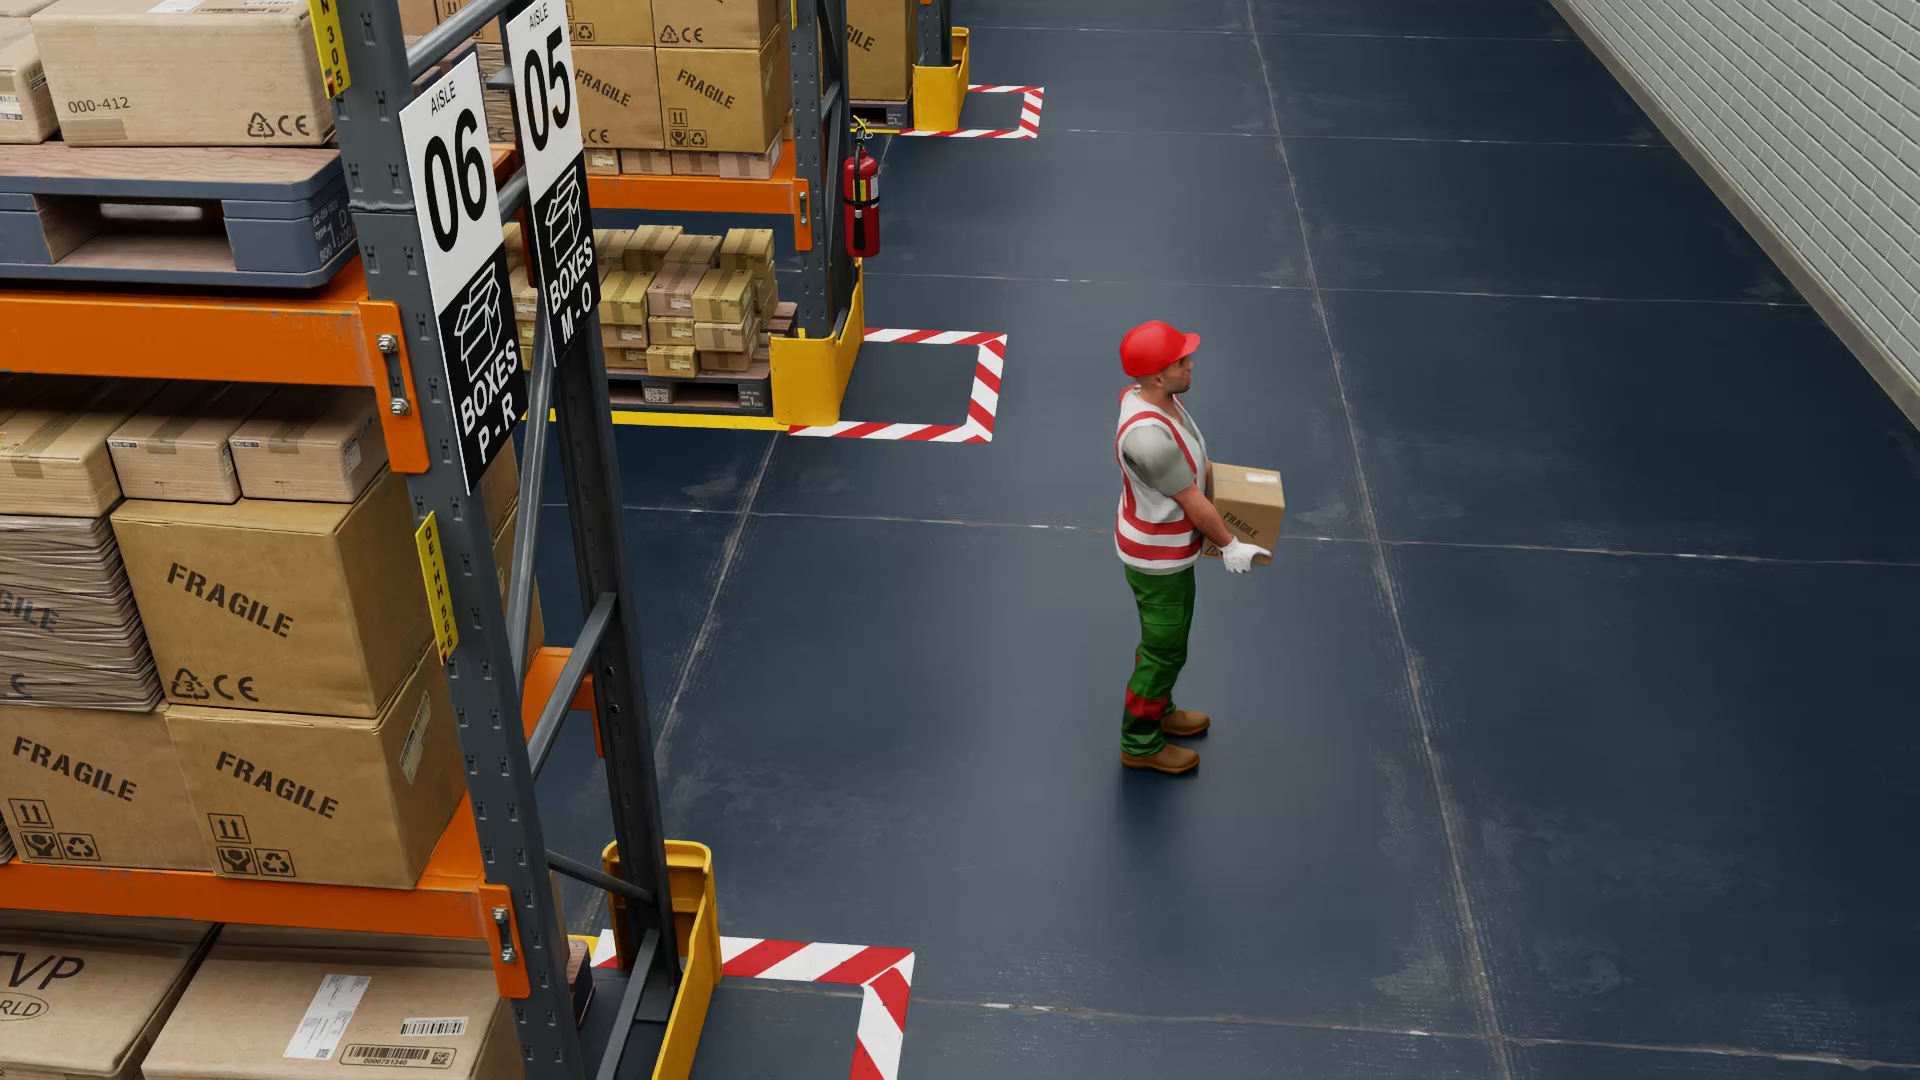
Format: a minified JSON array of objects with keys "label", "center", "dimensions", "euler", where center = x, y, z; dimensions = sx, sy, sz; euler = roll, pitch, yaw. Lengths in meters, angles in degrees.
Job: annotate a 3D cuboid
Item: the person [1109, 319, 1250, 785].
[{"label":"person","center":[0.765,0.028,6.075],"dimensions":[0.449,1.780,0.623],"euler":[1,32,2]}]
